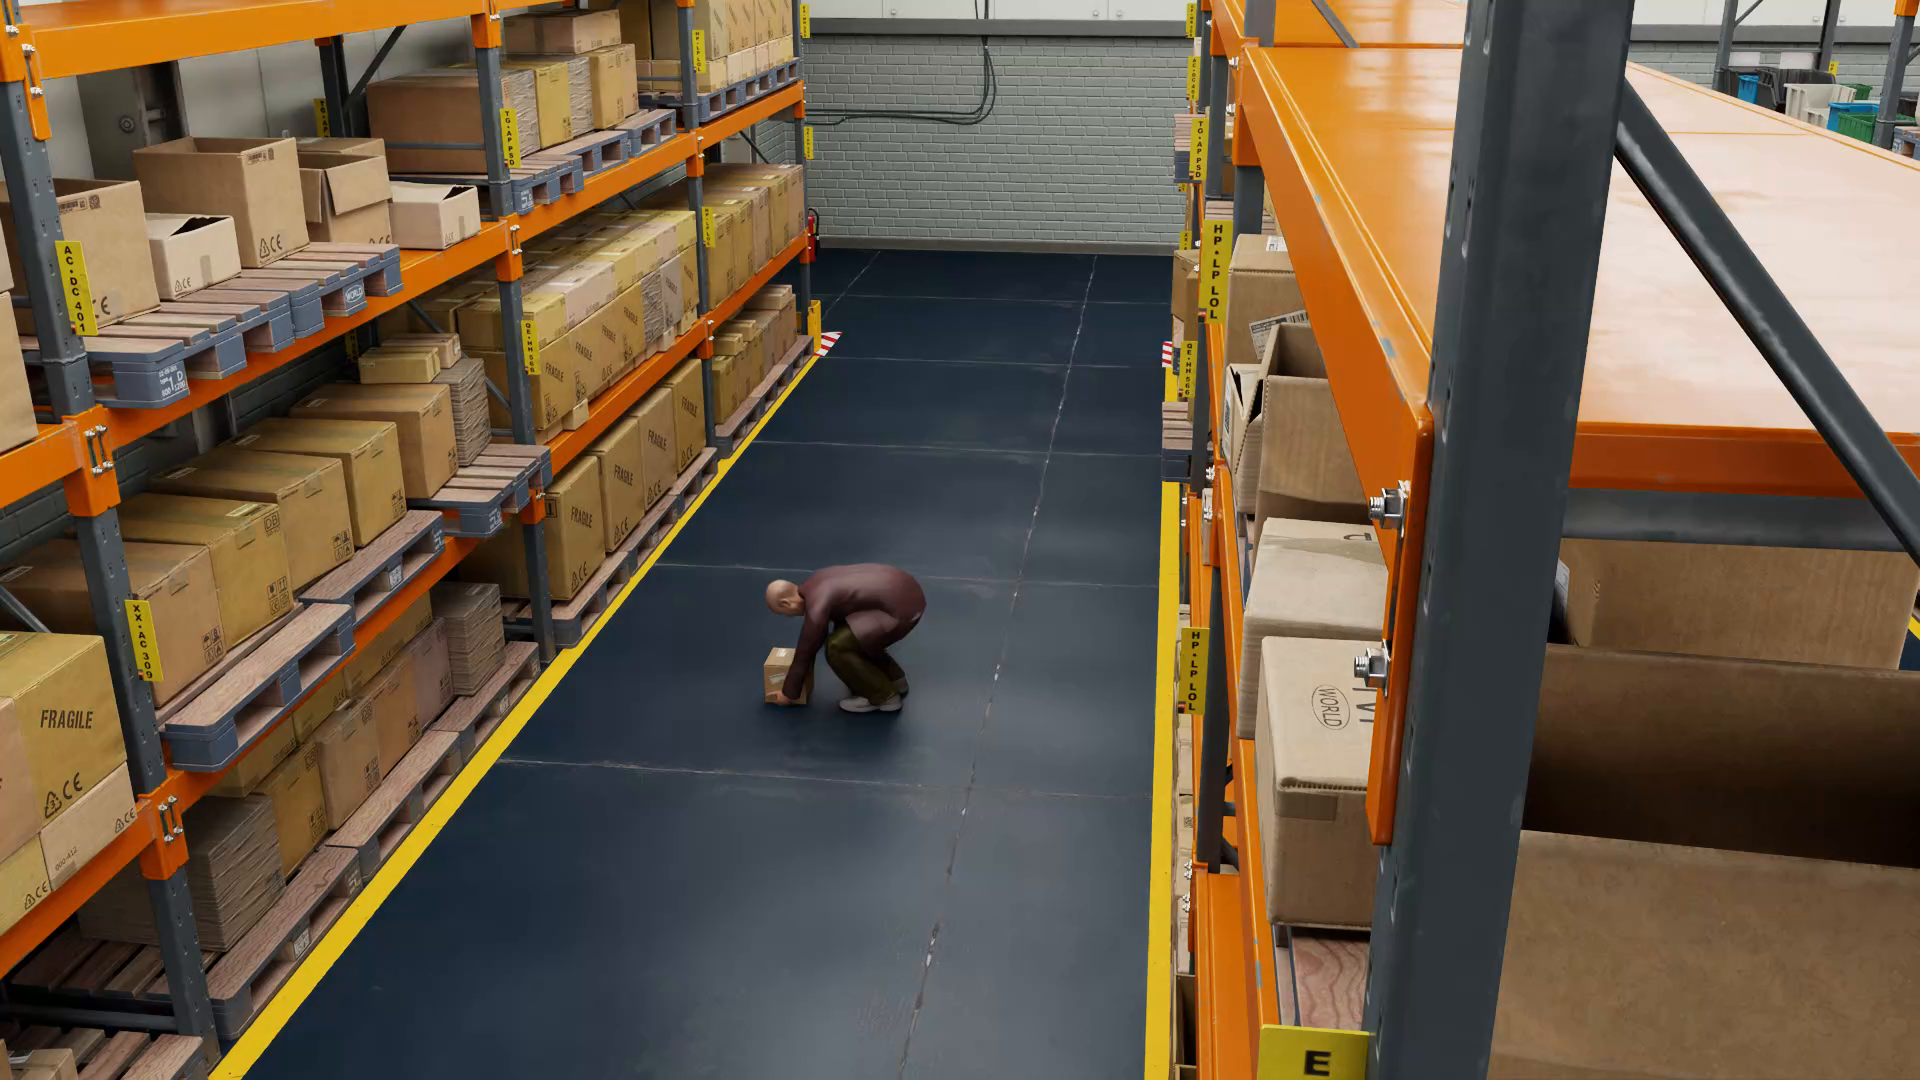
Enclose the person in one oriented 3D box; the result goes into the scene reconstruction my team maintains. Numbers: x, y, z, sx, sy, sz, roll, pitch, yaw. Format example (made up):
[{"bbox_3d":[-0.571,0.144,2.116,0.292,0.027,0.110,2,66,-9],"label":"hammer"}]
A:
[{"bbox_3d":[-0.679,0.570,9.932,0.957,0.873,0.589,2,21,5],"label":"person"}]
